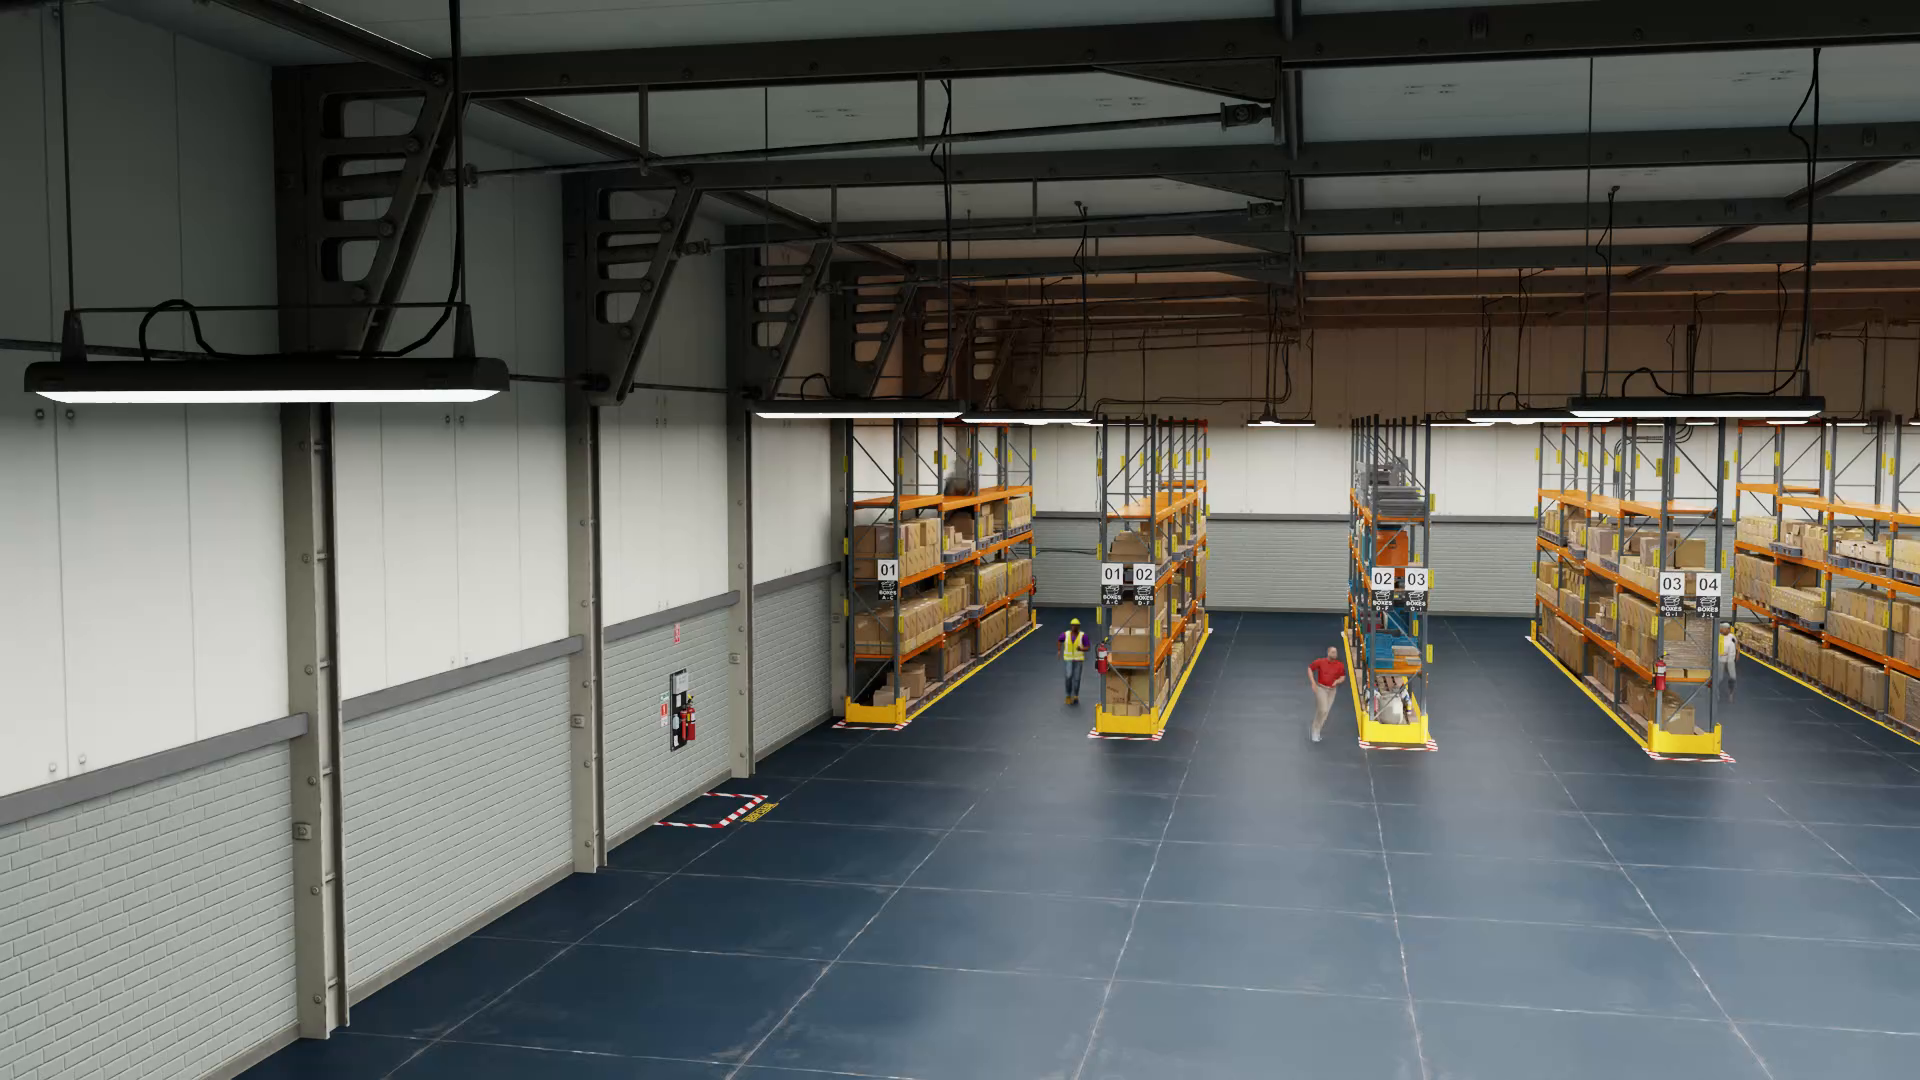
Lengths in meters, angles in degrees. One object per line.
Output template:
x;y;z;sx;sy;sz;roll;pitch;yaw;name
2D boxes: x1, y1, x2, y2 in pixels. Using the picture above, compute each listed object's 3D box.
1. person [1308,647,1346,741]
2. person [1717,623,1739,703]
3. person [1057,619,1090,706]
6.784;2.848;30.746;0.675;1.760;0.683;-1;4;-12;person
16.069;2.592;34.923;0.625;1.732;0.712;0;4;6;person
2.370;2.535;34.641;0.685;1.806;0.701;0;4;3;person
